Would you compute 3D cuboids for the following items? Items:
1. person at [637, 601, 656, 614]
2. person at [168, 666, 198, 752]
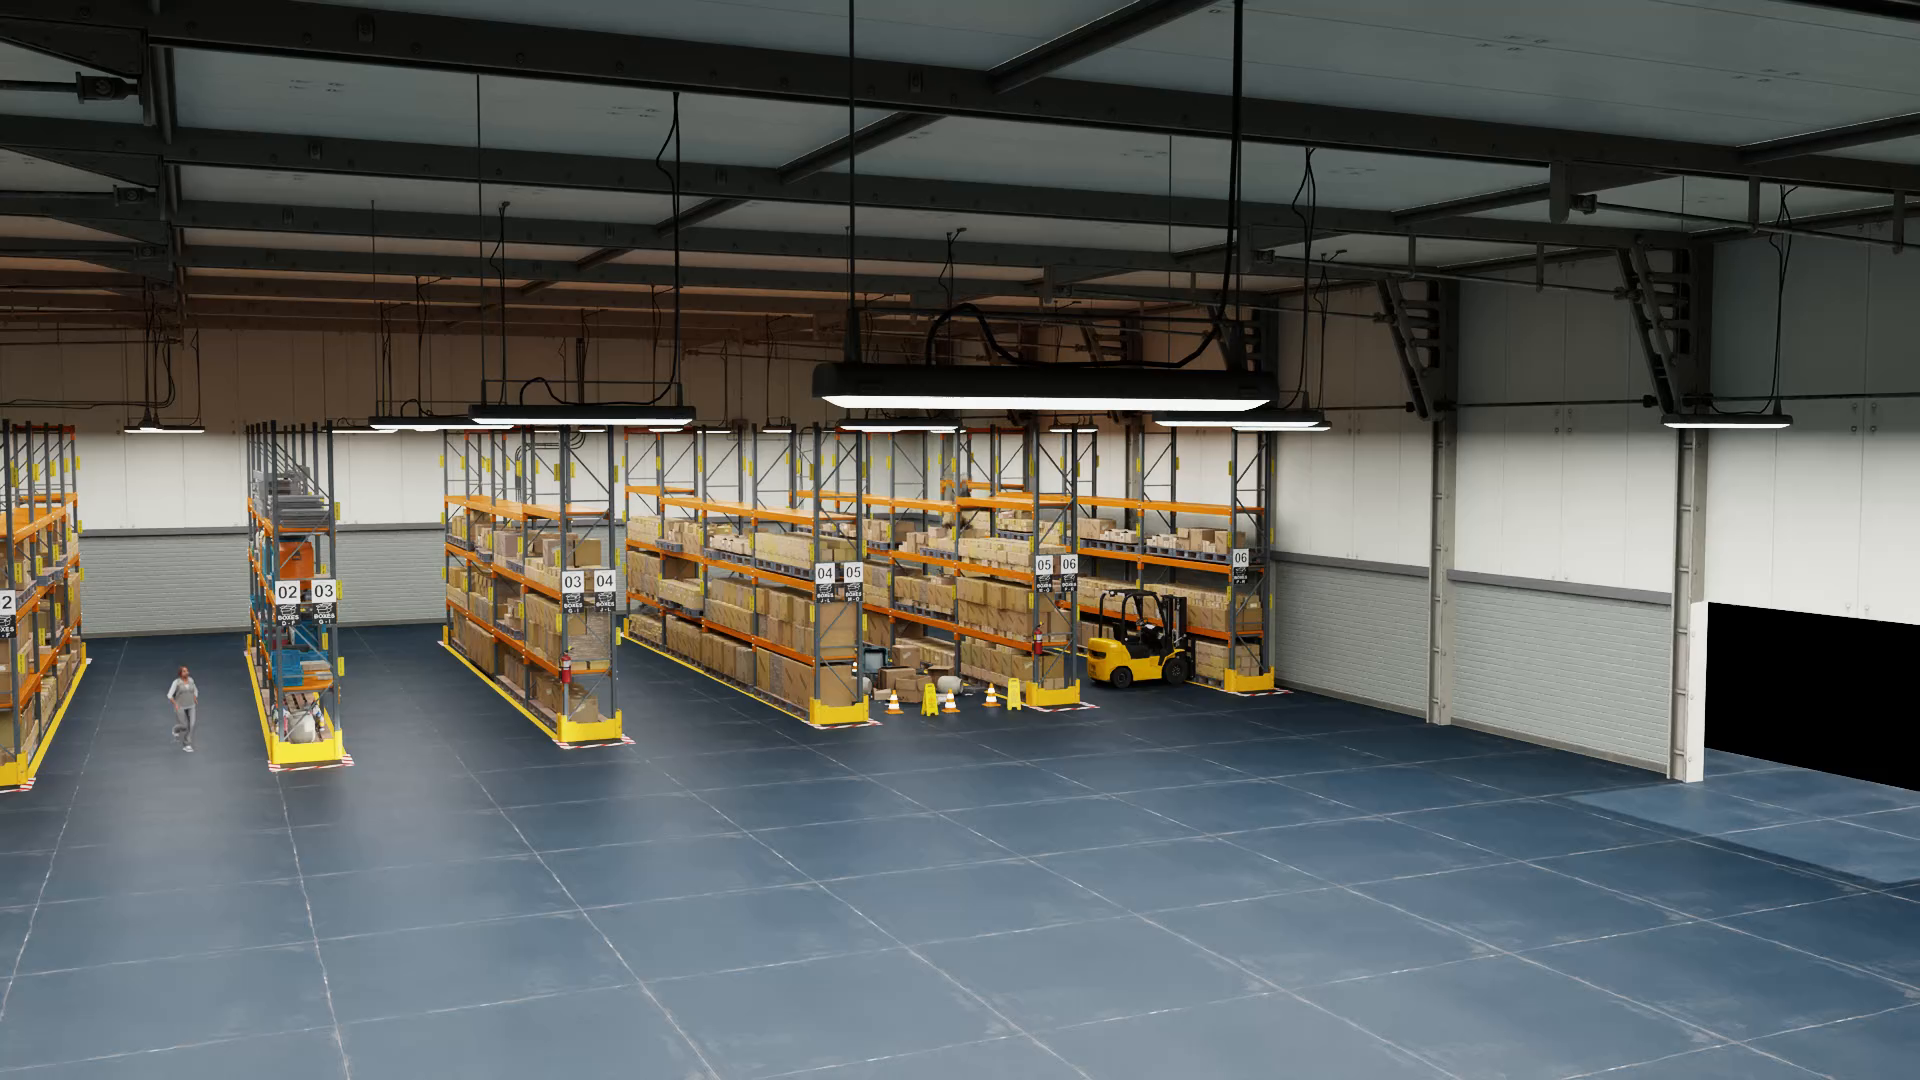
[{"bbox_3d":[-9.296,1.804,49.392,0.553,1.708,0.806,3,5,44],"label":"person"},{"bbox_3d":[-14.130,3.067,30.276,0.606,1.551,0.541,3,5,43],"label":"person"}]
